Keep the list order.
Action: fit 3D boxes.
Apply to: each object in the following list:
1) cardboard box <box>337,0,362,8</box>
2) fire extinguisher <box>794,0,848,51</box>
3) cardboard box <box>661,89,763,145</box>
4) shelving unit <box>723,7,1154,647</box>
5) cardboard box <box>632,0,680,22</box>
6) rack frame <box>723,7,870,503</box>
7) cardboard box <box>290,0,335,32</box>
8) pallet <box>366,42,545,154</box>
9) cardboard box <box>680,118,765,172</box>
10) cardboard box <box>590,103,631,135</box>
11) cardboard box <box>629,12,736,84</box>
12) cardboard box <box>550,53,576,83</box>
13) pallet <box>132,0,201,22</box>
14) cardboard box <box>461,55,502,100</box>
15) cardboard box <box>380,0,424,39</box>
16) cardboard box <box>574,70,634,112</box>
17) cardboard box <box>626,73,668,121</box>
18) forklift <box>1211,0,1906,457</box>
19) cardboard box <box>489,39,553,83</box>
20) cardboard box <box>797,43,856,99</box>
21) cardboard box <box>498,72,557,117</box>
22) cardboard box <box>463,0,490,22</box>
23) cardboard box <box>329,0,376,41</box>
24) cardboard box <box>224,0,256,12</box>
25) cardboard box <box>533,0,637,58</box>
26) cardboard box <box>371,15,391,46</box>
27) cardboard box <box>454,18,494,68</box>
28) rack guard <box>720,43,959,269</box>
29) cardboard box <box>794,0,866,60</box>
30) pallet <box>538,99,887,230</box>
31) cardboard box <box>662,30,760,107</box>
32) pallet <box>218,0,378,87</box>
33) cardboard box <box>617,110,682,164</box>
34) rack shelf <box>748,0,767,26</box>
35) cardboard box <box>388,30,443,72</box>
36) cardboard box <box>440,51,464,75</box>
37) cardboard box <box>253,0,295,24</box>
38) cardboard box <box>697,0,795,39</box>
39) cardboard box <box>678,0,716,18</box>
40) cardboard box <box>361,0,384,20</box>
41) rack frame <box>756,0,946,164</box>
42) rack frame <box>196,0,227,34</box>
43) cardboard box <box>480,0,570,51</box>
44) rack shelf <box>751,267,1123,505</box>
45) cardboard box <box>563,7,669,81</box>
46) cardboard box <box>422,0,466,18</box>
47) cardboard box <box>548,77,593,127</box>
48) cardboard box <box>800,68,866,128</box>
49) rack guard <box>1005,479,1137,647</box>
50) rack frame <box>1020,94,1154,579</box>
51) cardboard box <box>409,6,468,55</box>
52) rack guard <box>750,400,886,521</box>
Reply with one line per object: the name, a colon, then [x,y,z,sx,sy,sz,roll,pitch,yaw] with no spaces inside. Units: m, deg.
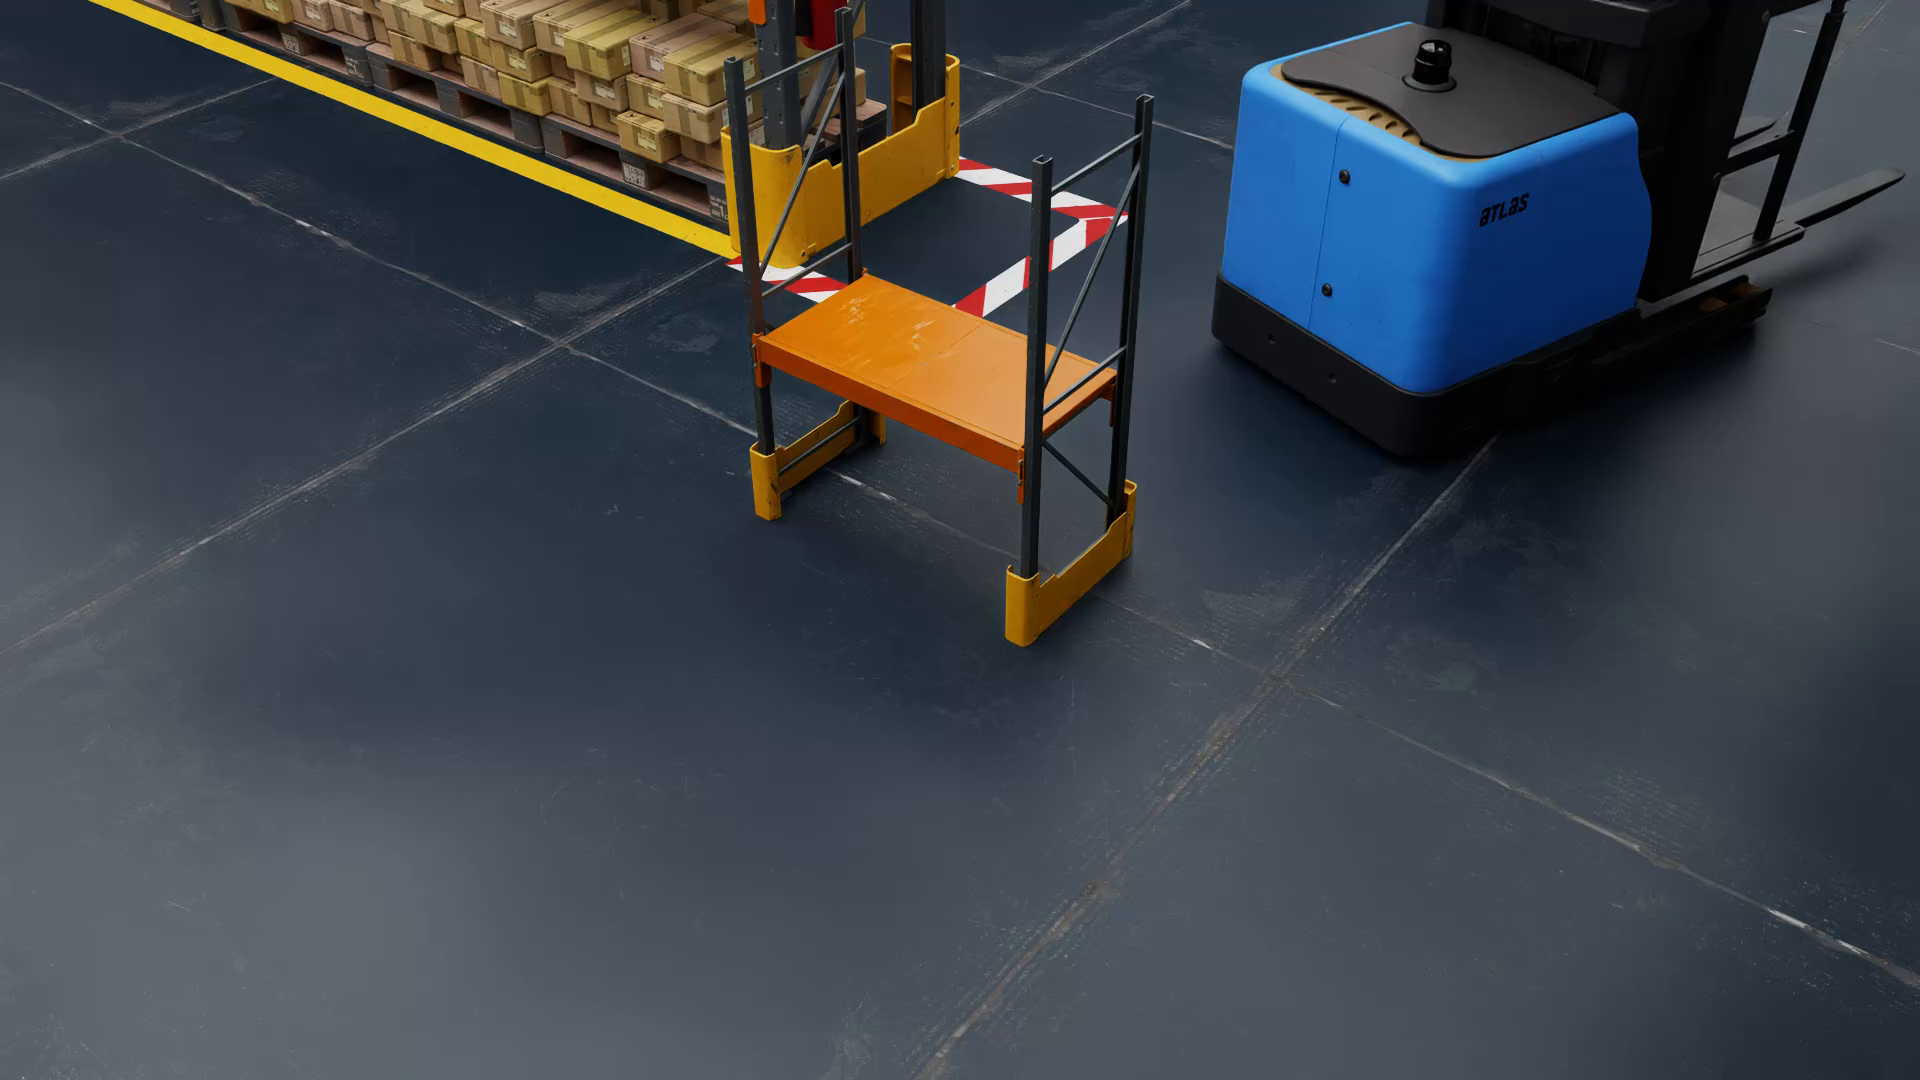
cardboard box: [-2.807,-2.707,8.004,0.250,0.149,0.380,23,44,26]
fire extinguisher: [-0.487,-2.070,5.826,0.183,0.674,0.296,25,45,29]
cardboard box: [-1.000,-1.786,6.828,0.250,0.149,0.380,24,44,27]
shelving unit: [-0.061,-0.619,4.824,1.083,1.500,0.587,25,45,29]
cardboard box: [-1.279,-2.461,7.450,0.250,0.149,0.380,23,44,27]
rack frame: [-0.472,-0.813,5.072,0.032,1.500,0.500,25,45,29]
cardboard box: [-3.050,-2.648,8.171,0.250,0.149,0.380,25,44,28]
pallet: [-2.056,-2.277,7.987,1.213,0.211,1.003,25,45,29]
cardboard box: [-0.952,-1.706,6.967,0.250,0.149,0.380,26,45,29]
cardboard box: [-1.375,-1.894,7.207,0.250,0.149,0.380,25,44,28]
cardboard box: [-1.146,-2.041,6.913,0.250,0.149,0.380,26,45,29]
cardboard box: [-1.565,-2.131,7.269,0.250,0.149,0.380,25,44,28]
pallet: [-4.204,-3.259,9.241,1.213,0.211,1.003,25,45,29]
cardboard box: [-2.025,-2.157,7.543,0.250,0.149,0.380,26,45,29]
cardboard box: [-2.441,-2.466,7.698,0.250,0.149,0.380,25,44,28]
cardboard box: [-1.414,-1.980,7.076,0.250,0.149,0.380,23,44,27]
cardboard box: [-1.175,-1.910,6.987,0.250,0.149,0.380,24,44,28]
forklift: [2.432,-2.134,5.598,3.031,2.935,1.130,-22,43,-26]
cardboard box: [-1.833,-2.167,7.315,0.250,0.149,0.380,26,45,29]
cardboard box: [-0.667,-2.050,7.166,0.250,0.149,0.380,27,46,30]
cardboard box: [-1.820,-2.045,7.400,0.250,0.149,0.380,23,44,27]
cardboard box: [-1.986,-2.431,7.411,0.250,0.149,0.380,24,44,27]
cardboard box: [-2.818,-2.577,8.080,0.250,0.149,0.380,24,44,28]
cardboard box: [-3.490,-2.815,8.384,0.250,0.149,0.380,23,44,27]
cardboard box: [-1.596,-2.204,7.121,0.250,0.149,0.380,23,44,27]
cardboard box: [-2.583,-2.494,7.974,0.250,0.149,0.380,23,44,27]
cardboard box: [-2.025,-2.272,7.450,0.250,0.149,0.380,28,46,31]
rack guard: [-0.467,-1.612,6.904,0.348,0.500,1.175,25,45,29]
cardboard box: [-0.617,-2.208,7.126,0.250,0.149,0.380,23,44,27]
pallet: [-1.091,-1.820,7.403,1.213,0.211,1.003,25,45,29]
cardboard box: [-0.982,-1.919,6.757,0.250,0.149,0.380,26,45,29]
pallet: [-3.029,-2.734,8.571,1.213,0.211,1.003,25,45,29]
cardboard box: [-1.218,-1.752,7.027,0.250,0.149,0.380,27,45,30]
rack shelf: [-1.996,-3.034,7.275,4.000,0.370,1.077,25,45,29]
cardboard box: [-2.435,-2.349,7.789,0.250,0.149,0.380,24,44,27]
cardboard box: [-2.180,-2.288,7.711,0.250,0.149,0.380,27,45,30]
cardboard box: [-3.279,-2.715,8.257,0.250,0.149,0.380,27,45,30]
cardboard box: [-0.909,-2.252,7.182,0.250,0.149,0.380,26,45,29]
cardboard box: [-1.031,-2.409,7.383,0.250,0.149,0.380,25,45,28]
cardboard box: [-2.603,-2.592,7.858,0.250,0.149,0.380,27,46,30]
rack frame: [-0.407,-2.568,6.097,0.127,3.000,1.000,25,45,29]
rack frame: [-3.584,-4.066,8.010,0.127,3.000,1.000,25,45,29]
cardboard box: [-1.844,-2.278,7.215,0.250,0.149,0.380,27,45,30]
rack shelf: [-0.068,-0.481,4.939,1.000,0.185,0.538,25,45,29]
cardboard box: [-1.429,-2.076,6.958,0.250,0.149,0.380,24,44,28]
cardboard box: [-2.211,-2.515,7.518,0.250,0.149,0.380,25,45,29]
cardboard box: [-1.579,-1.980,7.317,0.250,0.149,0.380,26,45,29]
cardboard box: [-0.629,-1.964,7.297,0.250,0.149,0.380,26,45,29]
rack guard: [0.335,0.060,4.971,0.087,0.250,0.587,25,45,29]
rack frame: [0.336,-0.432,4.585,0.032,1.500,0.500,25,45,29]
cardboard box: [-2.261,-2.362,7.564,0.250,0.149,0.380,26,45,29]
rack guard: [-0.456,-0.313,5.448,0.087,0.250,0.587,25,45,29]
